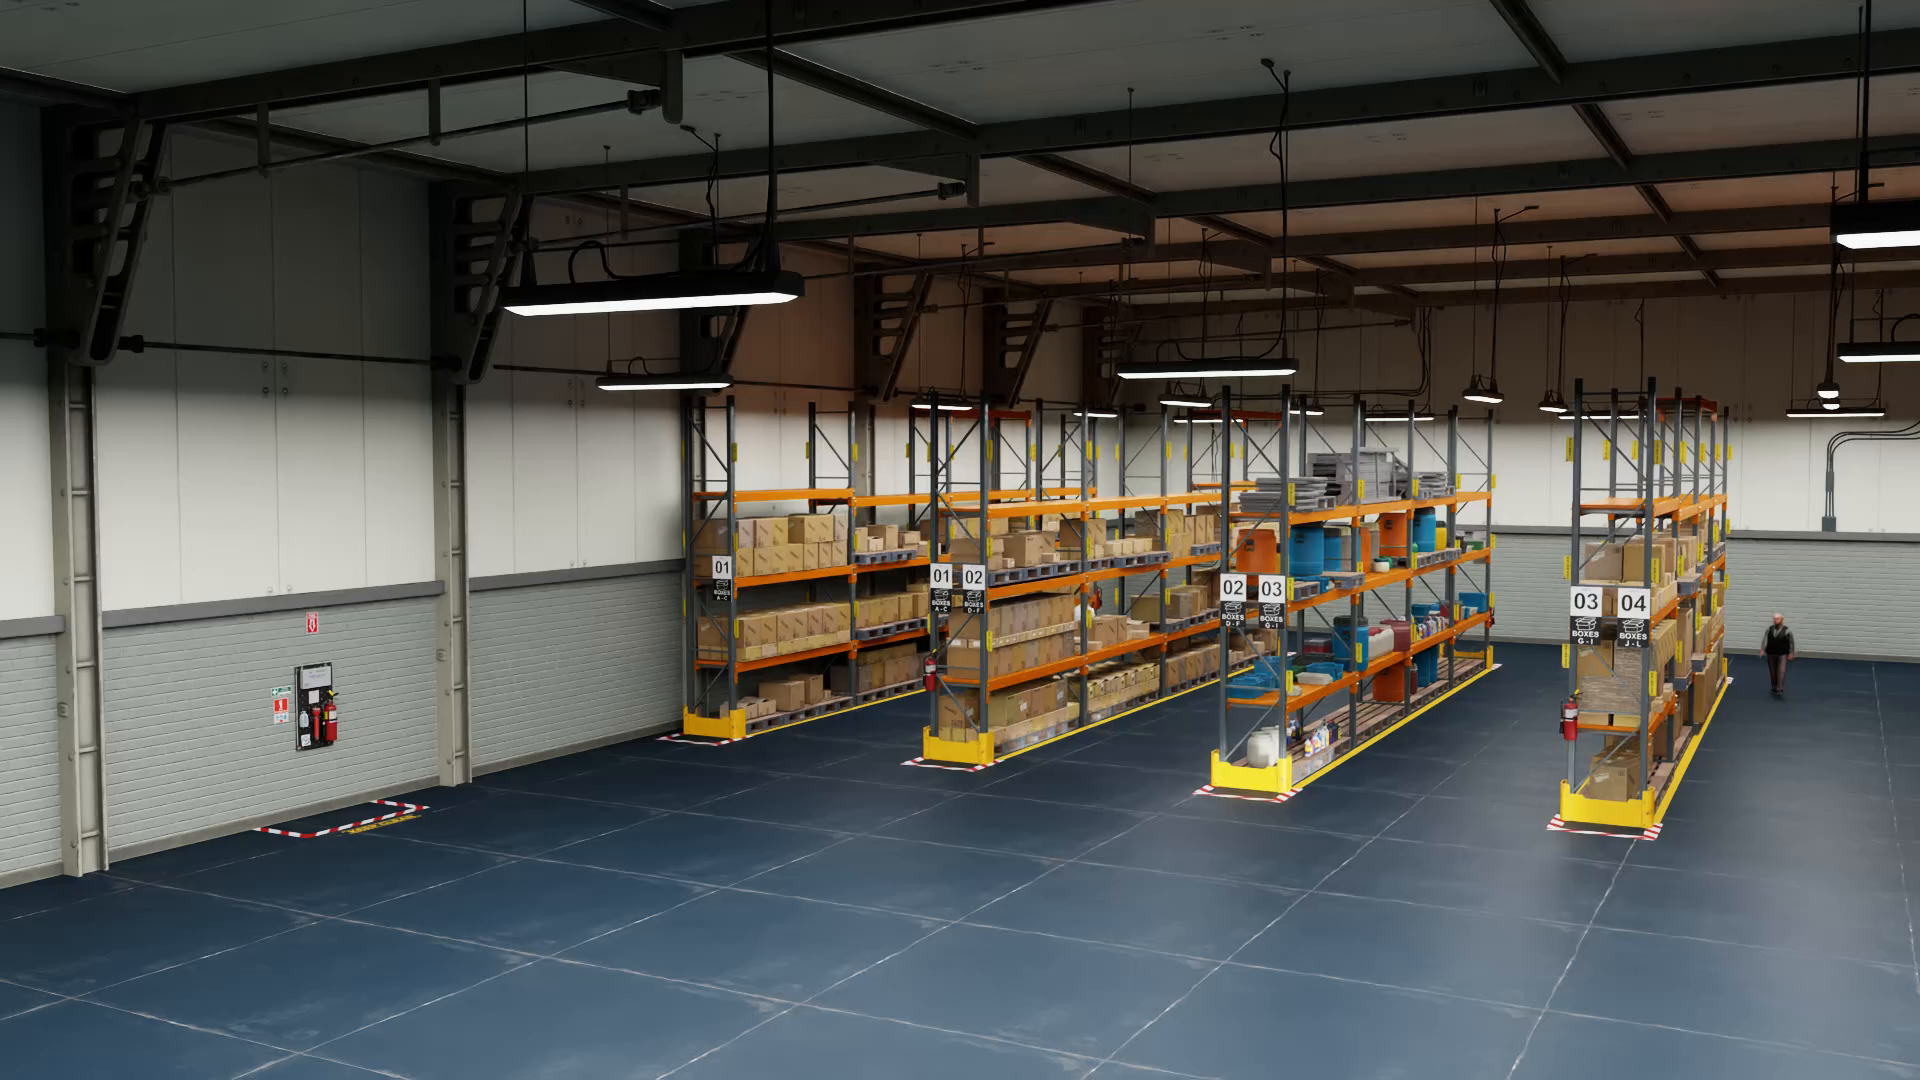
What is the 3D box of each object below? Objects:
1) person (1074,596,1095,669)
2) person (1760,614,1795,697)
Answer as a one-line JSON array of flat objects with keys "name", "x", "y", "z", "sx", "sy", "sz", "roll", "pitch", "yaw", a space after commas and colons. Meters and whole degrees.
[{"name": "person", "x": 2.821, "y": 2.110, "z": 38.432, "sx": 0.620, "sy": 1.712, "sz": 1.099, "roll": 1, "pitch": 3, "yaw": 25}, {"name": "person", "x": 16.797, "y": 2.351, "z": 34.175, "sx": 0.635, "sy": 1.661, "sz": 1.069, "roll": 2, "pitch": 4, "yaw": 31}]
